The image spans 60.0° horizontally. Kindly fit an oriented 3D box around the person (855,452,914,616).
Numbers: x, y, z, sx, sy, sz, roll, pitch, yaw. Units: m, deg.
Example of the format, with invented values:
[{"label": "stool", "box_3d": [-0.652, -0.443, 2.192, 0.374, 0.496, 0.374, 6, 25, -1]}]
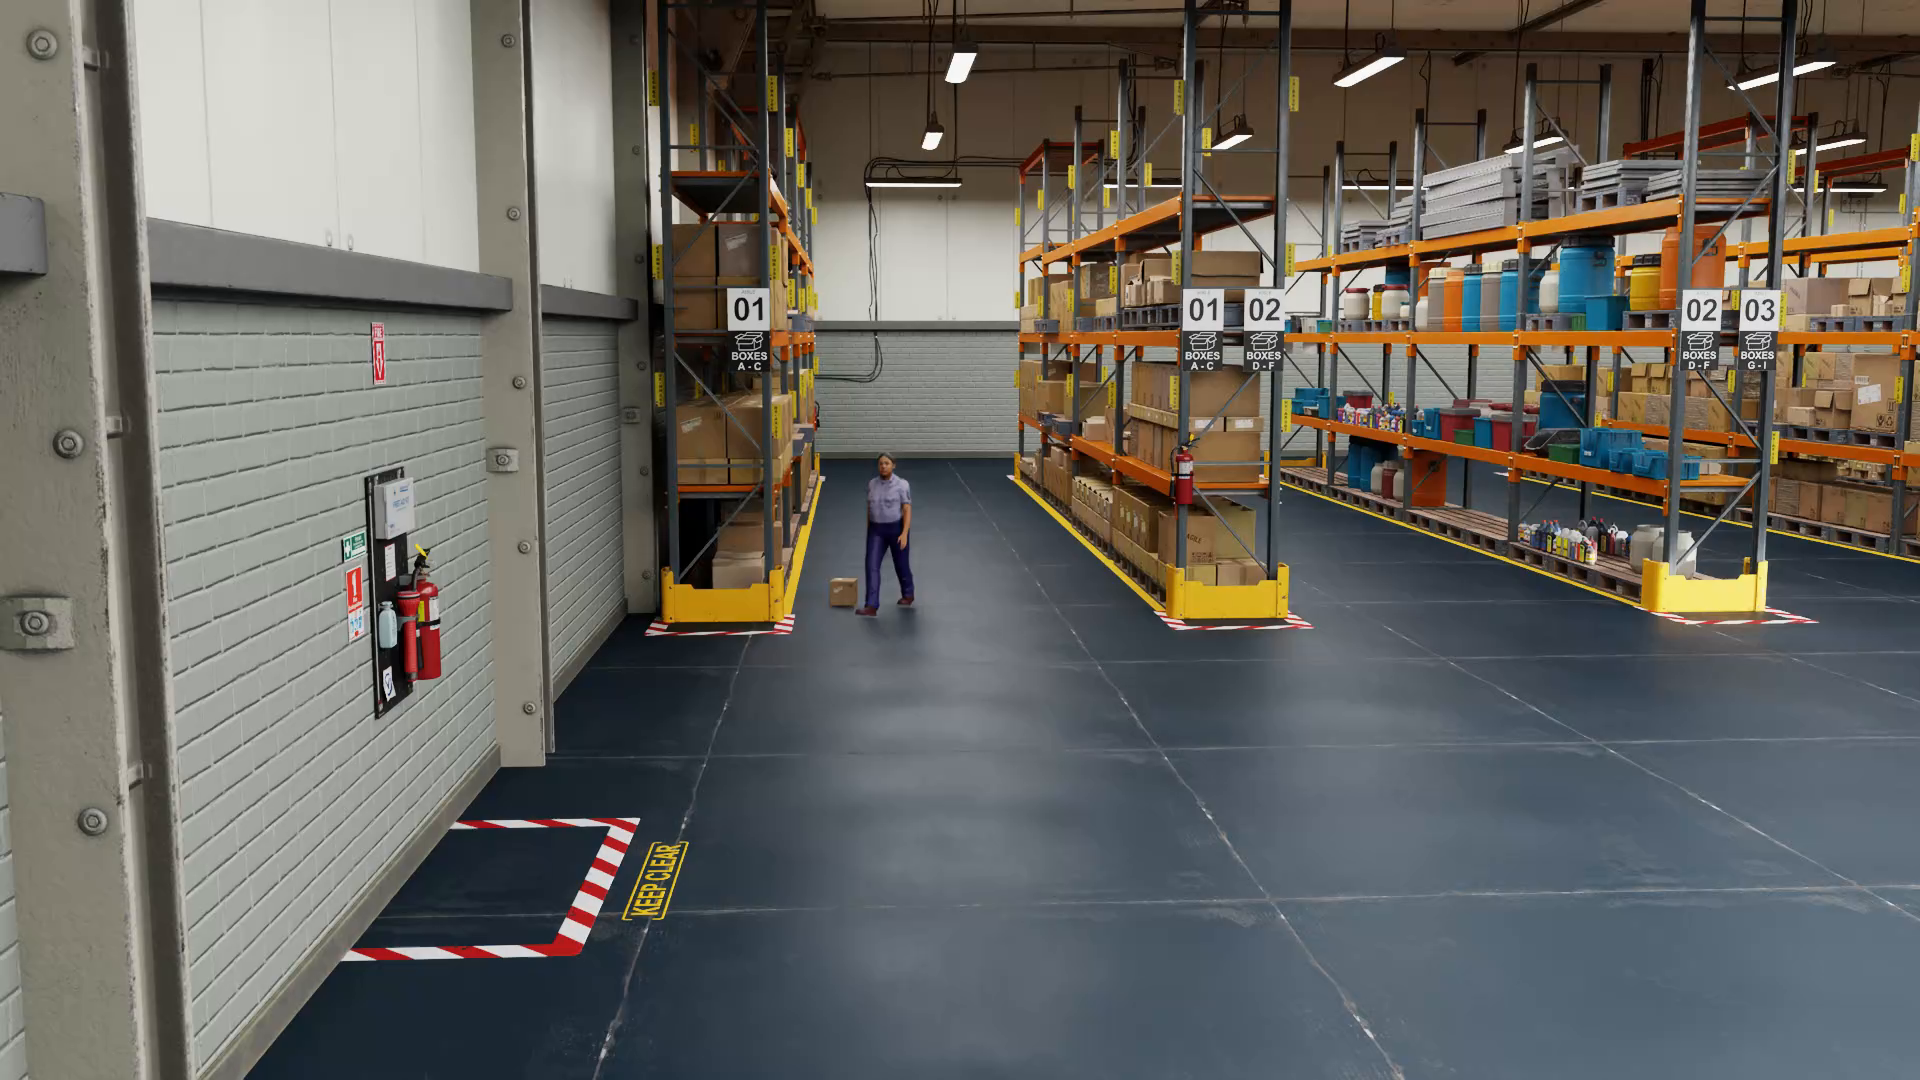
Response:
[{"label": "person", "box_3d": [-0.714, -0.067, 16.405, 0.515, 1.595, 1.036, 2, 7, 15]}]
